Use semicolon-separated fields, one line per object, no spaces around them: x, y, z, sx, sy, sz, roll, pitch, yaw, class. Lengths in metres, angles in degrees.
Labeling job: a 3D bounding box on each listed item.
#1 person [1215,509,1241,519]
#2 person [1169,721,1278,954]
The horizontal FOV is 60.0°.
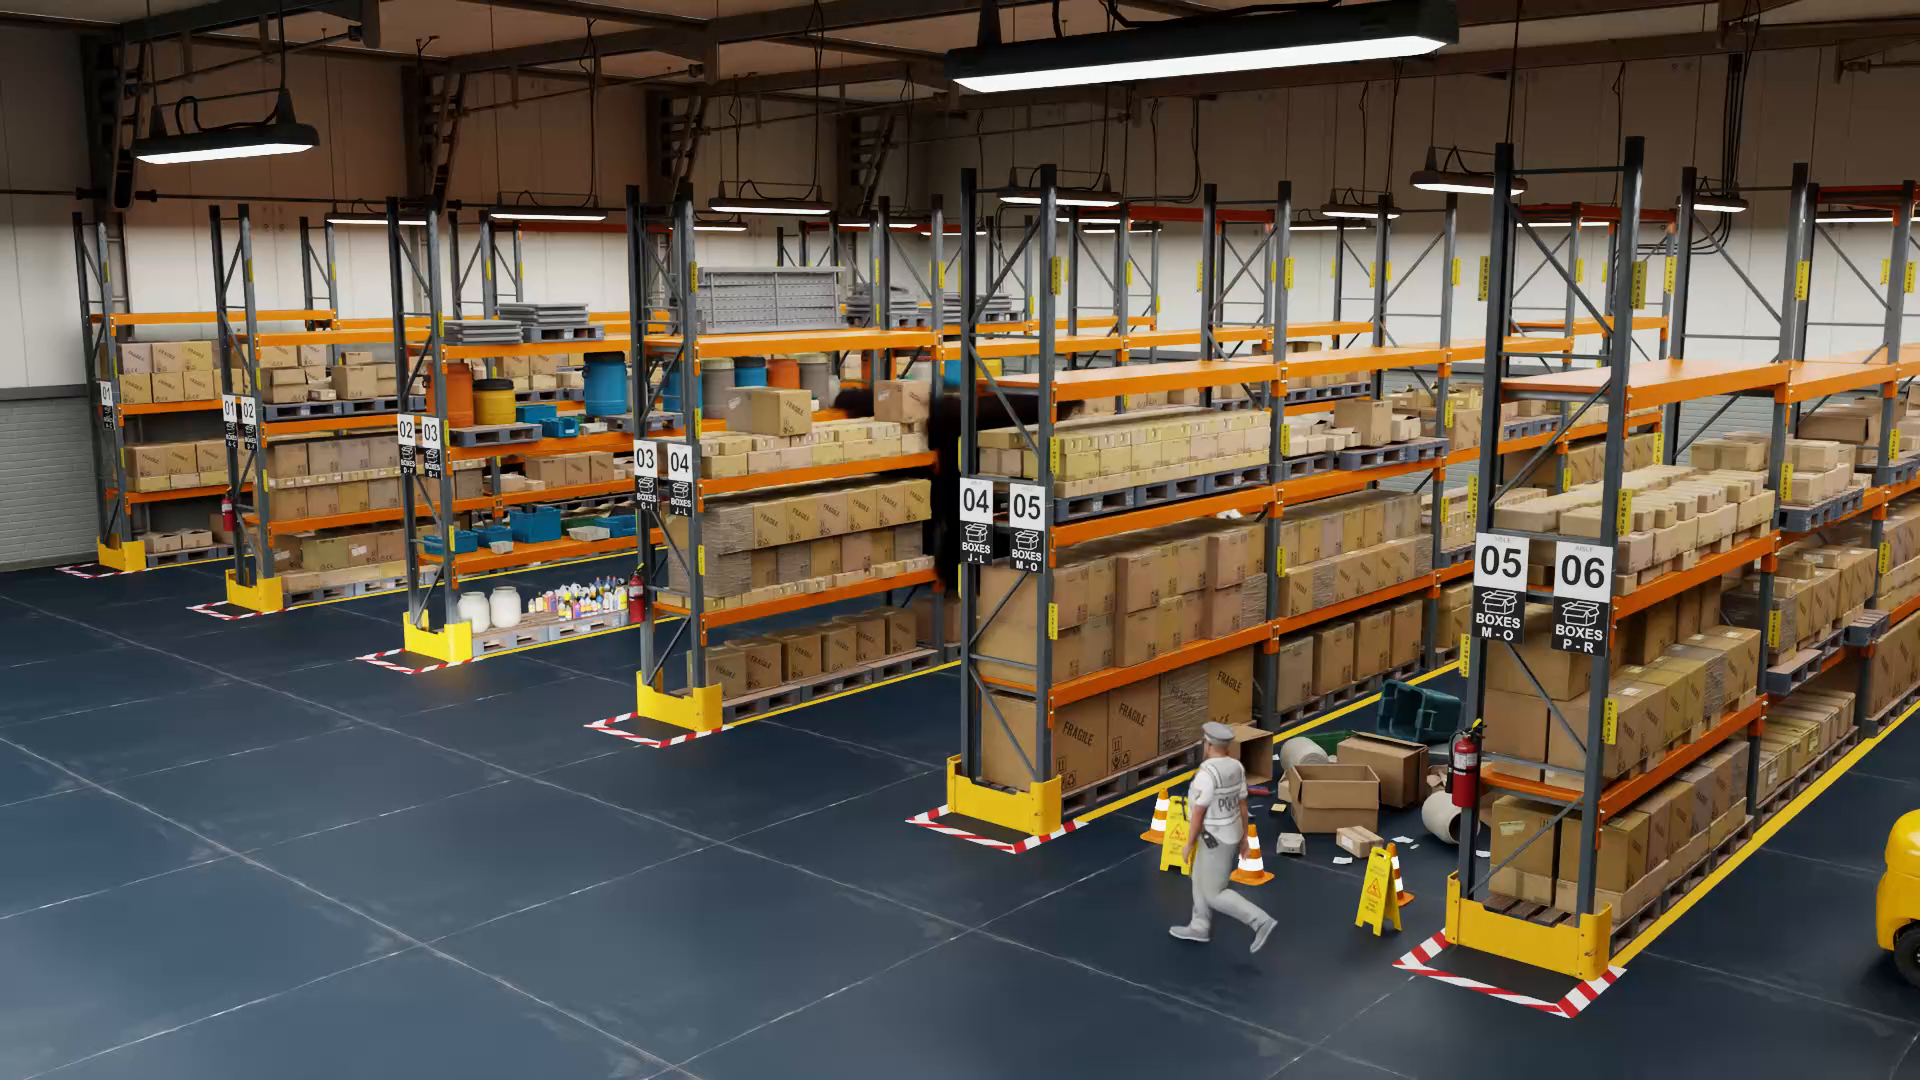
3.856;0.099;23.996;0.500;1.624;0.968;8;12;39;person
1.991;2.250;12.510;0.863;1.744;0.505;3;10;18;person
